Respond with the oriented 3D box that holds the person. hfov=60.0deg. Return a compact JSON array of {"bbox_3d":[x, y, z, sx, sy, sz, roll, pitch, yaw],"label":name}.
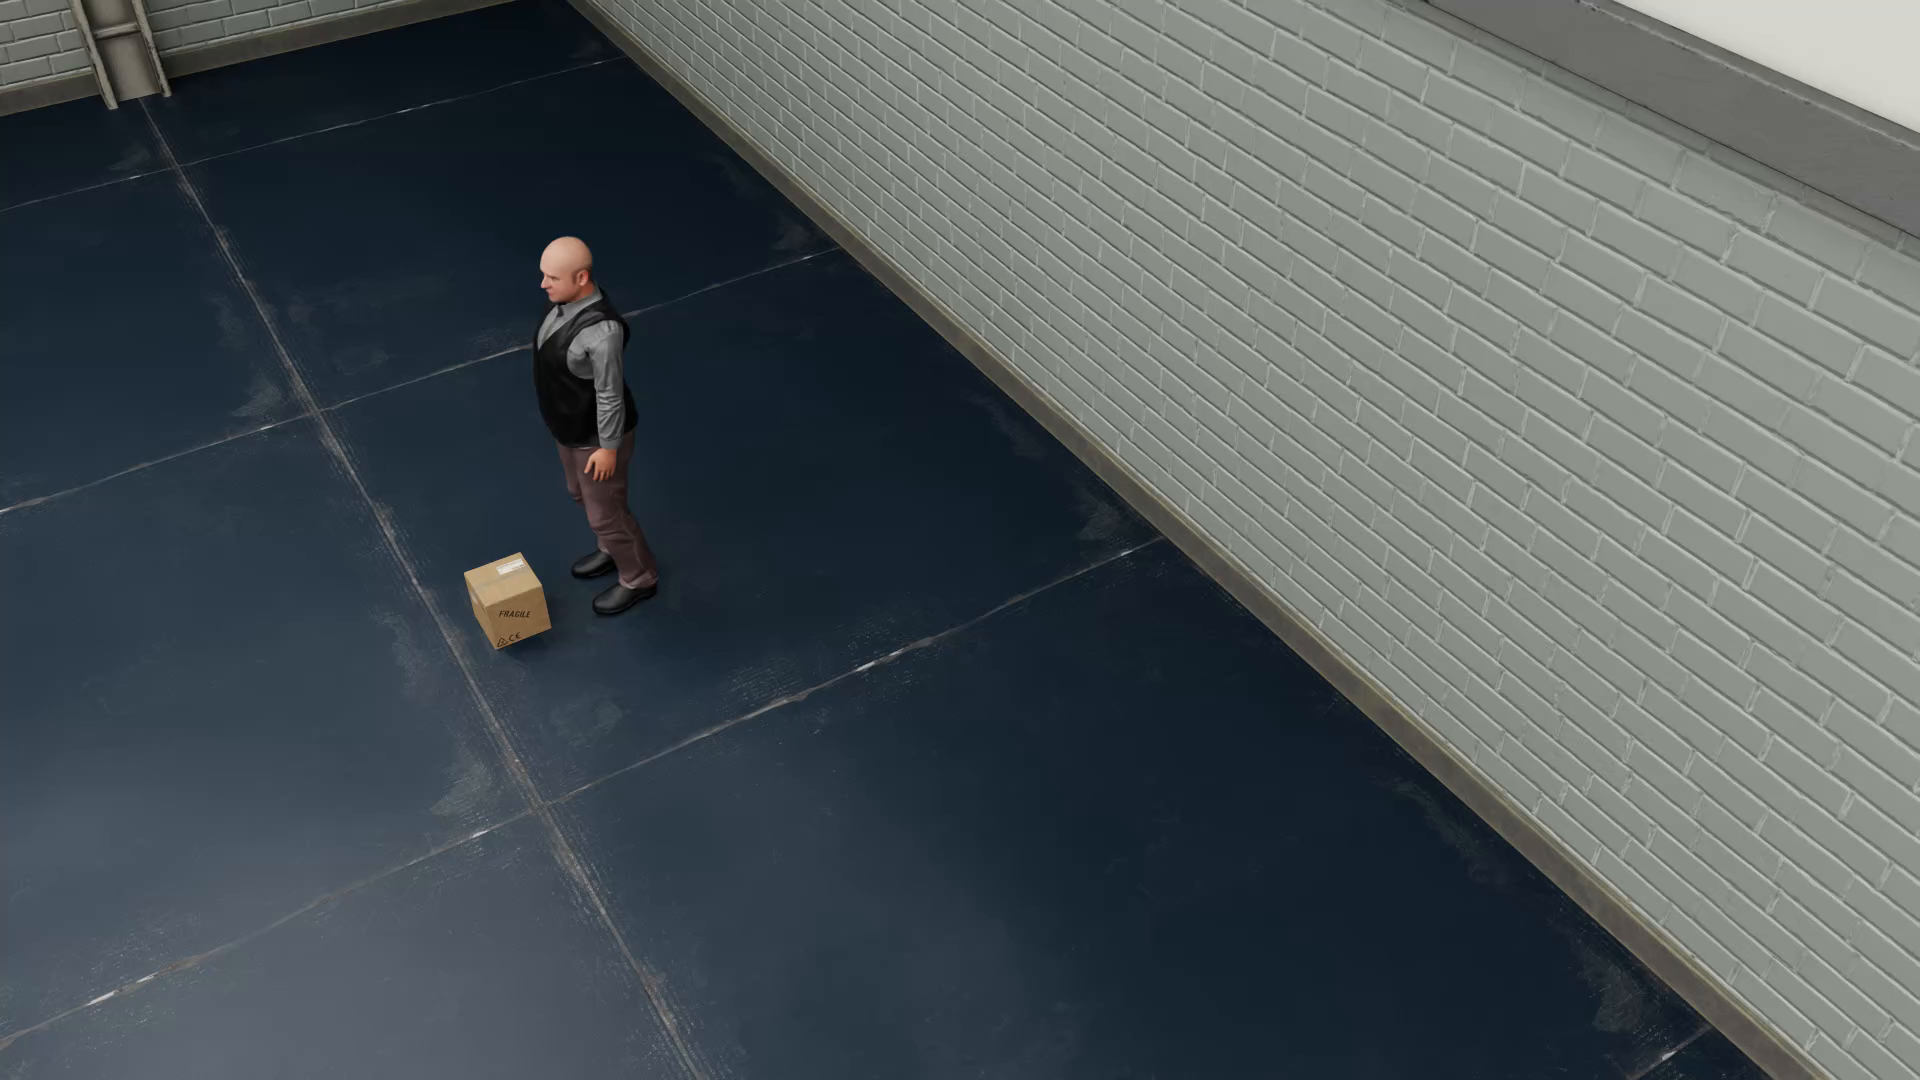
[{"bbox_3d":[-1.486,-0.455,6.715,0.359,1.716,0.533,-21,45,-23],"label":"person"}]
